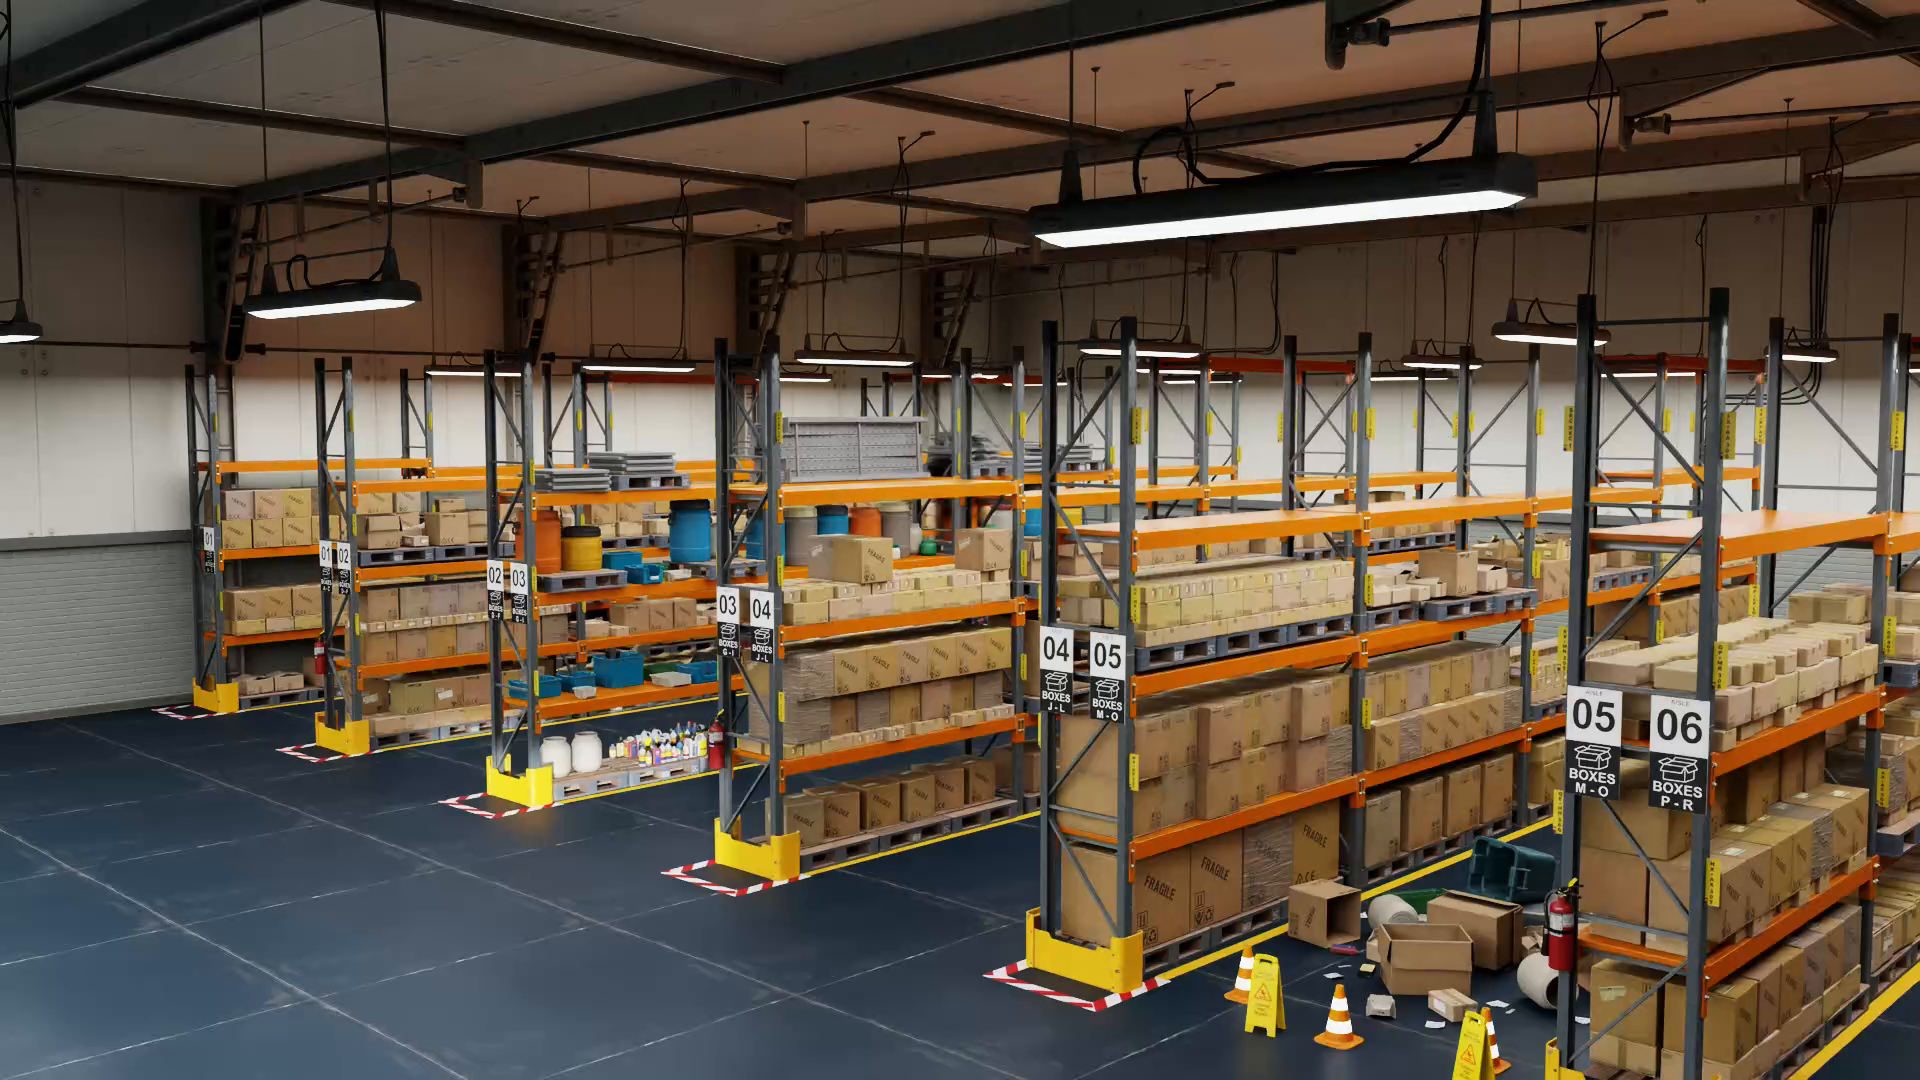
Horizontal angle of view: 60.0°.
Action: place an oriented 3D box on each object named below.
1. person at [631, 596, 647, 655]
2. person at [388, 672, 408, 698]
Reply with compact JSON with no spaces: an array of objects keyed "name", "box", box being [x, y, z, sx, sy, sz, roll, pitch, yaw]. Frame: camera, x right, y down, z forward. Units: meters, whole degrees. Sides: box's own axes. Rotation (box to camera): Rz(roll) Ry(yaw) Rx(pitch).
[{"name":"person","box":[-6.094,1.877,31.561,0.671,1.777,0.707,4,6,39]},{"name":"person","box":[-9.473,2.202,27.876,0.551,1.648,0.664,3,5,33]}]
